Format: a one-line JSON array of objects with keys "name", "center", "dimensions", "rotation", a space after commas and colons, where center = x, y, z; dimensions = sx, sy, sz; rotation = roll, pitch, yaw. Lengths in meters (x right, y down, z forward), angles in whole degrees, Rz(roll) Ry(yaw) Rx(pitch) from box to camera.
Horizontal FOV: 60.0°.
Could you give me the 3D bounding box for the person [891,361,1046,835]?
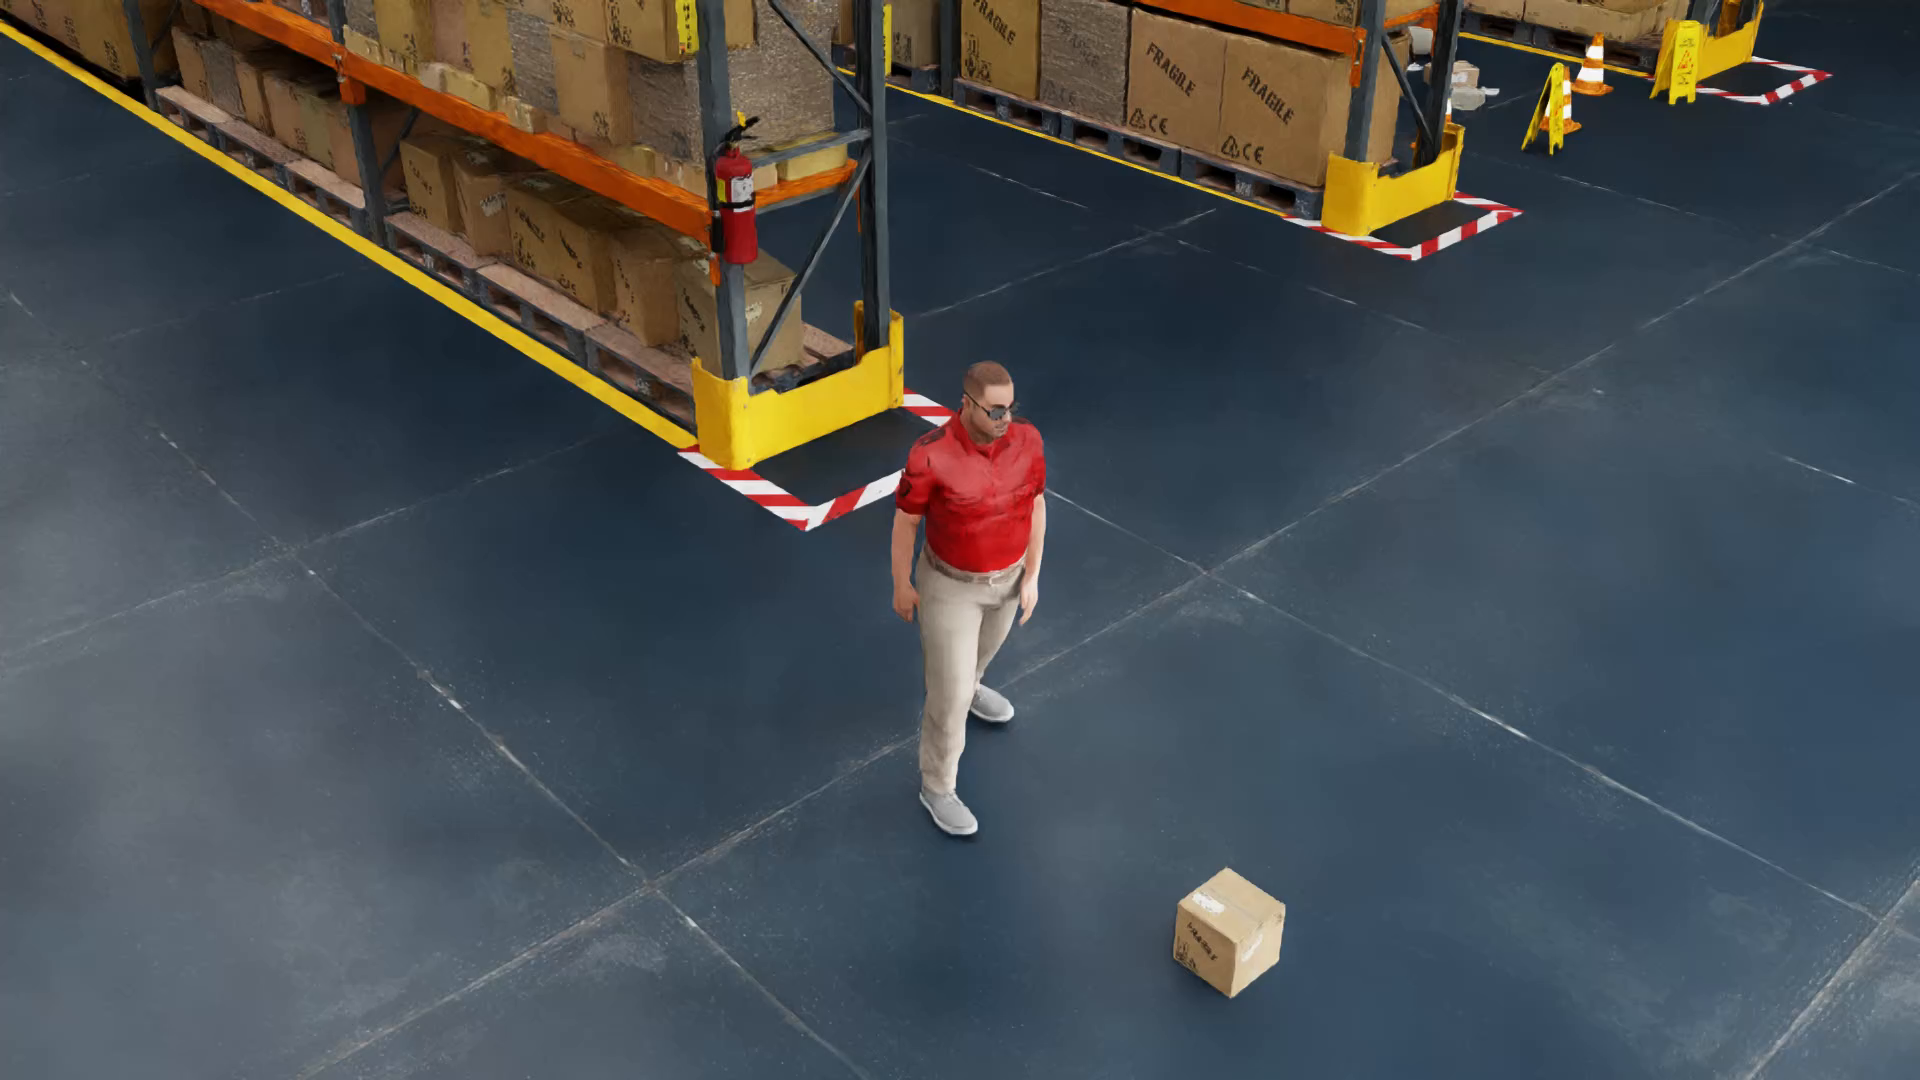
[{"name": "person", "center": [0.029, 0.134, 5.955], "dimensions": [0.620, 1.683, 0.792], "rotation": [-19, 36, -28]}]
